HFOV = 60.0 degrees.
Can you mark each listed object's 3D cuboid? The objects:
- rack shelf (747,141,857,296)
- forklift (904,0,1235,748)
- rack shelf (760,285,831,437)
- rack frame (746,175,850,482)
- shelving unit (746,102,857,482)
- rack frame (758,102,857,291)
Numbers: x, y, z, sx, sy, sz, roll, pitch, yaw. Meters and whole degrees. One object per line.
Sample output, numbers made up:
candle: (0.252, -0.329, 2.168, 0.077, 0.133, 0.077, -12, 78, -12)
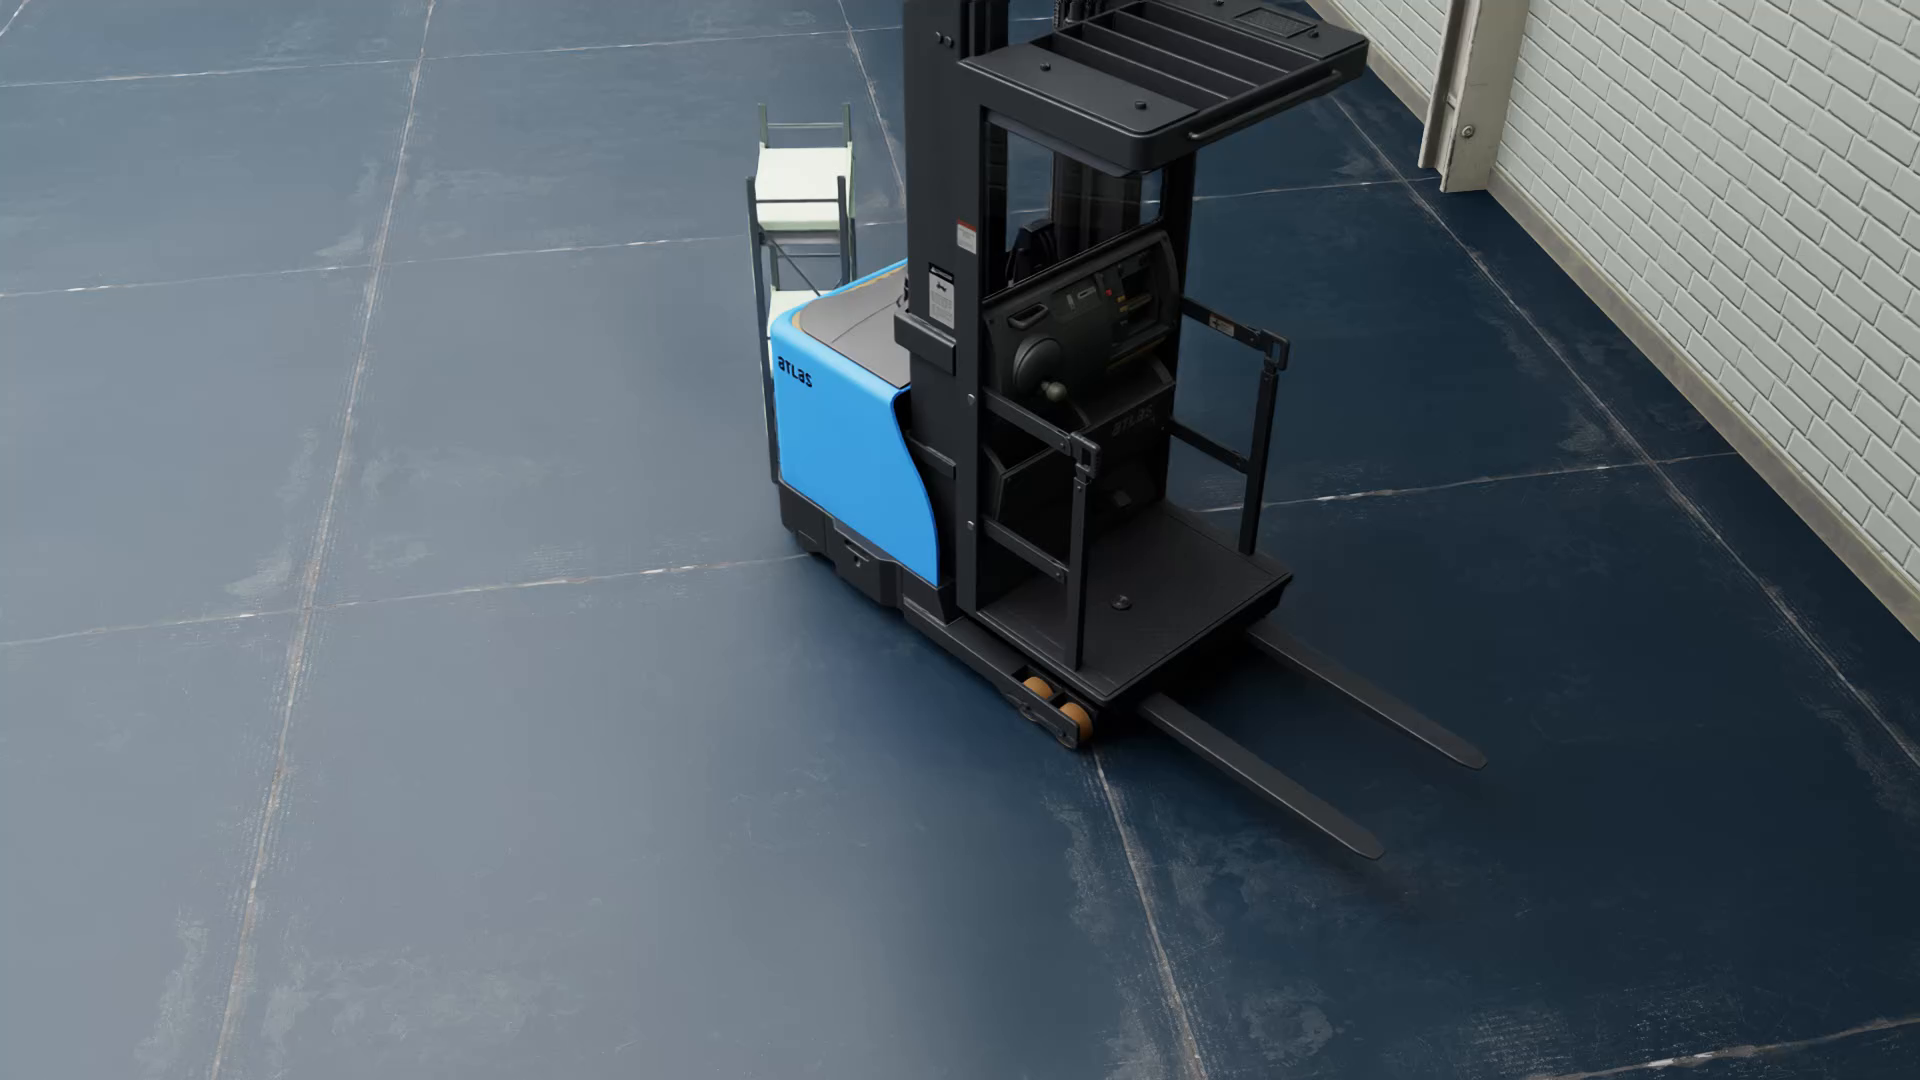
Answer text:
rack shelf: (-0.671, -1.398, 7.191, 0.431, 0.370, 0.720, -1, 38, -1)
forklift: (0.590, -0.736, 5.808, 1.121, 2.935, 3.031, -30, 47, -33)
rack shelf: (-0.671, -0.832, 7.630, 0.431, 0.370, 0.720, -1, 38, -1)
rack frame: (-0.661, -0.865, 7.141, 0.400, 1.500, 0.023, -1, 38, -1)
shelving unit: (-0.671, -1.090, 7.430, 0.431, 1.500, 0.755, -1, 38, -1)
rack frame: (-0.681, -1.314, 7.719, 0.400, 1.500, 0.023, -1, 38, -1)
